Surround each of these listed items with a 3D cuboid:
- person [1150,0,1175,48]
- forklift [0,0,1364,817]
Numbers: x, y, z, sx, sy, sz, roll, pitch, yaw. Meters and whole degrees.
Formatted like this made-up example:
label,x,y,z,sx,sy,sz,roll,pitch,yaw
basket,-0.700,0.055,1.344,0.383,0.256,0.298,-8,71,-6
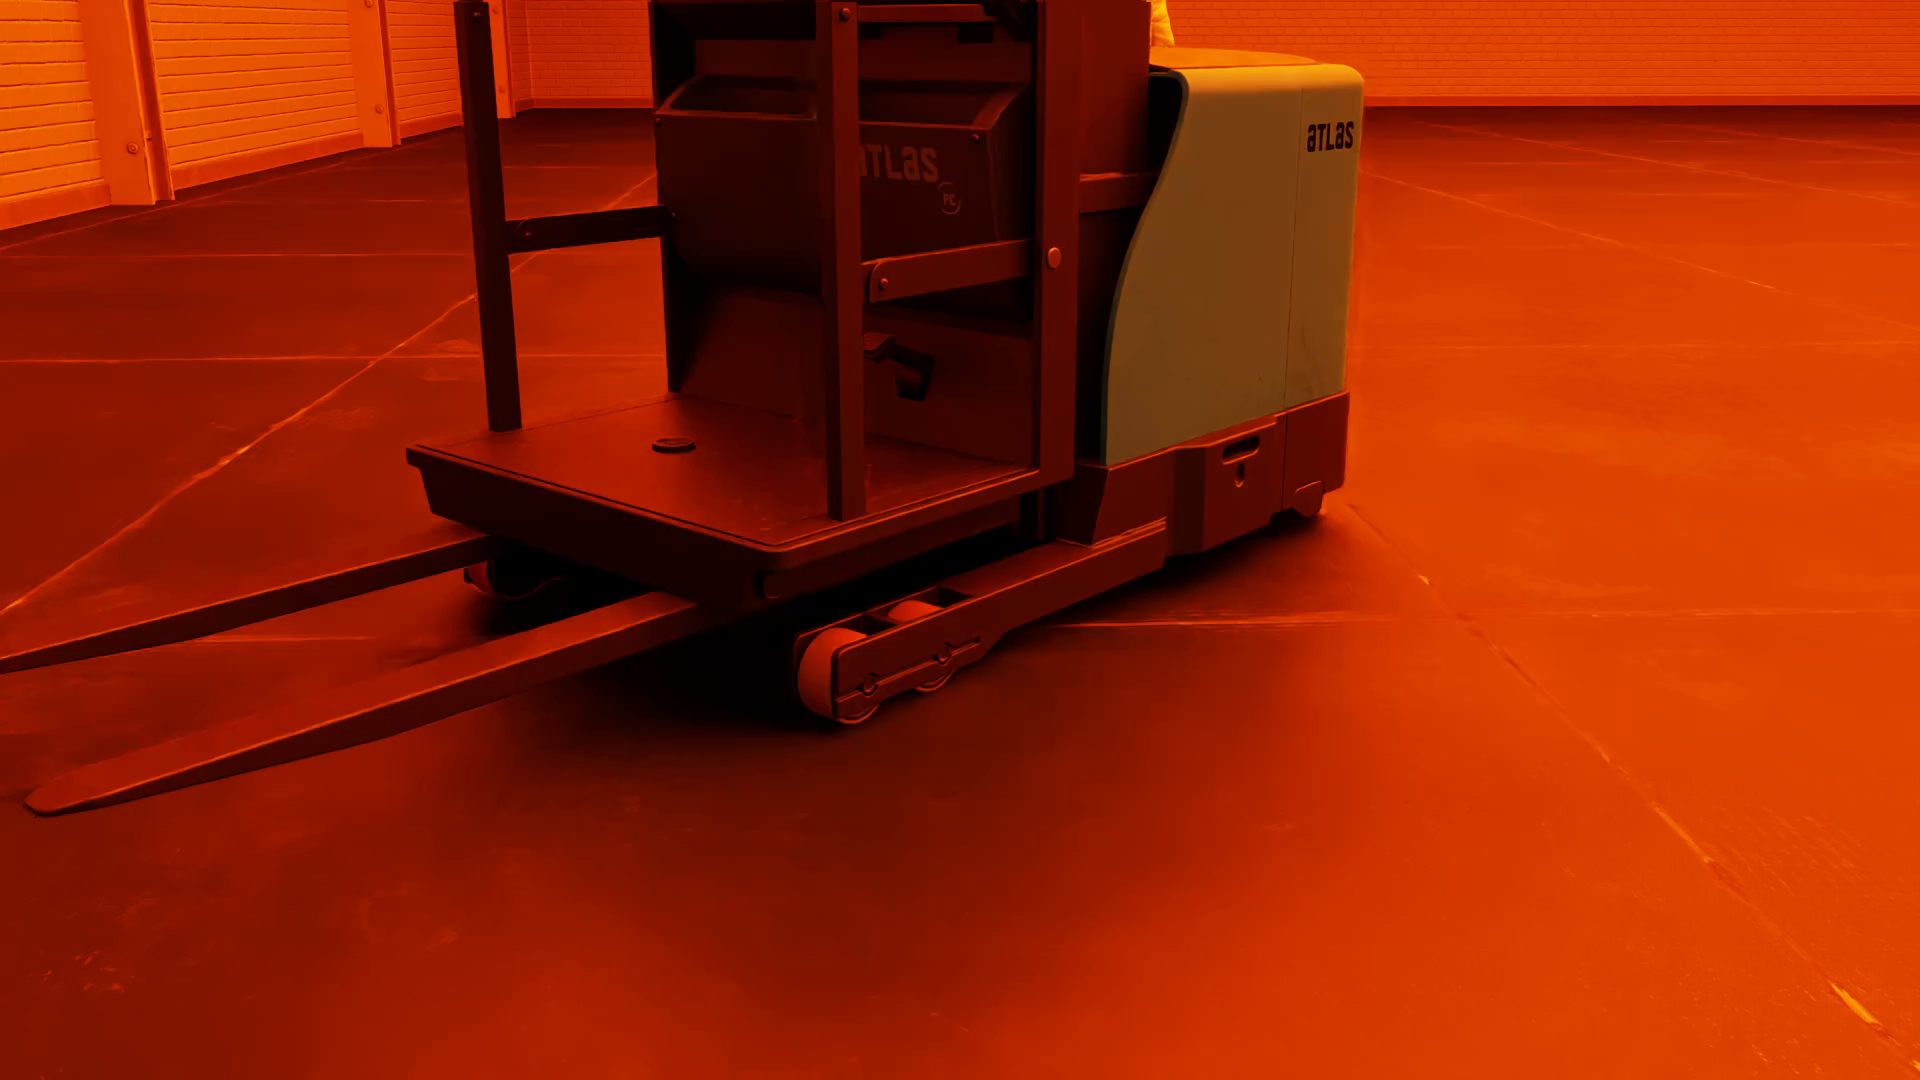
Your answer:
label,x,y,z,sx,sy,sz,roll,pitch,yaw
person,0.660,-1.989,7.499,0.586,1.695,0.532,-3,17,-11
forklift,-0.391,-1.248,2.989,1.130,2.935,3.031,14,22,39
